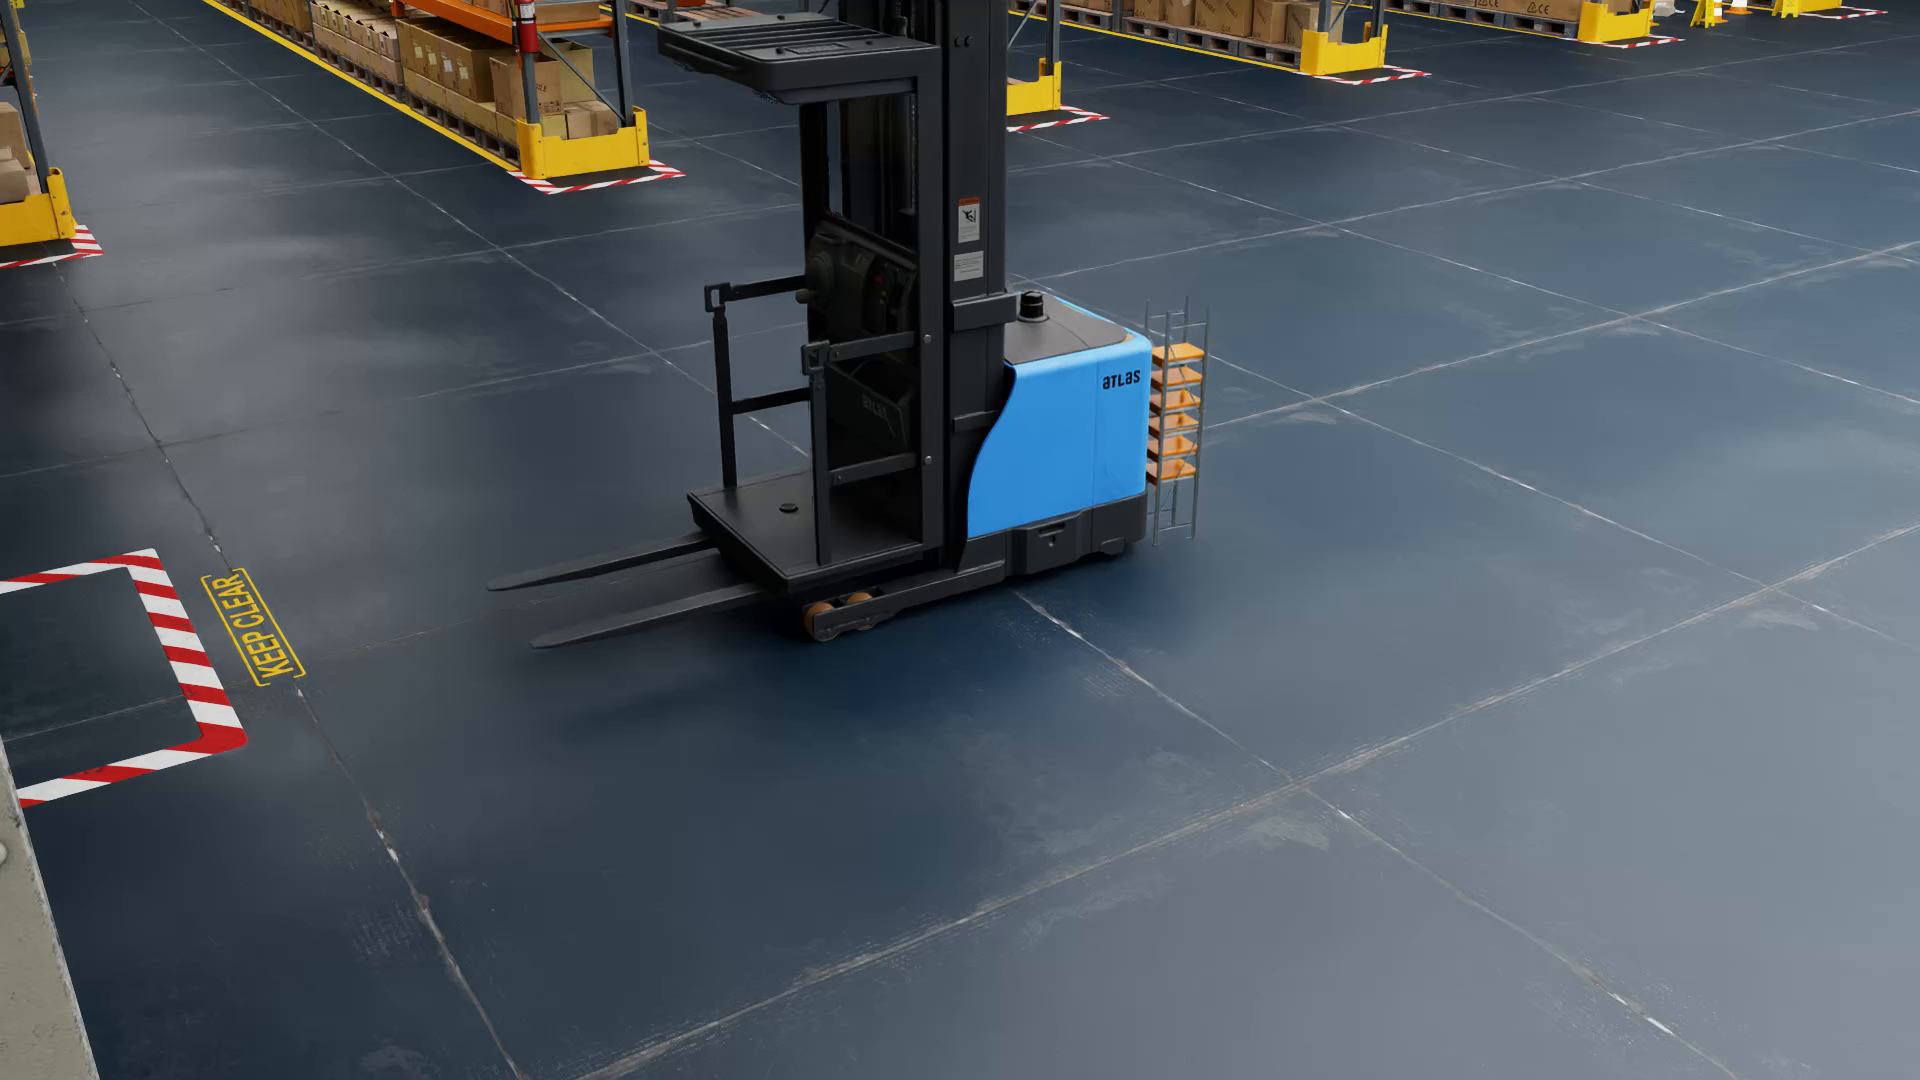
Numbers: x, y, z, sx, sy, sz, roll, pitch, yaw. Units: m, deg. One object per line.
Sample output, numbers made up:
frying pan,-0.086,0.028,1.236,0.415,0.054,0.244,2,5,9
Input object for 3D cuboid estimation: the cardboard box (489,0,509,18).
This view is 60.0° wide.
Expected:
cardboard box,-4.062,-5.262,15.766,0.700,0.500,0.500,-15,29,-28

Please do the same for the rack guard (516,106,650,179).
rack guard,-3.514,-3.721,15.547,1.175,0.500,0.348,-16,29,-30

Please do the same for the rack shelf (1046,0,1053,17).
rack shelf,-0.466,-6.403,19.143,1.077,0.370,4.000,-16,29,-30

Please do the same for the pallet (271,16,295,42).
pallet,-8.932,-7.172,23.196,1.003,0.211,1.213,-16,29,-30

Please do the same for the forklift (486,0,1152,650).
forklift,-0.618,-1.137,7.225,3.031,2.935,1.130,-14,29,-28

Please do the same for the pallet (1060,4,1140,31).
pallet,2.165,-7.615,24.134,1.003,0.211,1.213,-16,29,-30

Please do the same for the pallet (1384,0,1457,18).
pallet,7.152,-8.167,25.302,1.003,0.211,1.213,-16,29,-30

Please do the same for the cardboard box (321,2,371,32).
cardboard box,-7.560,-6.480,20.535,0.500,0.311,0.500,-16,30,-31

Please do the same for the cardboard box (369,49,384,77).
cardboard box,-6.454,-5.499,19.115,0.500,0.250,0.500,-16,30,-30

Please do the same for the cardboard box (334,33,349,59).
cardboard box,-7.290,-6.048,20.277,0.500,0.250,0.500,-16,30,-31

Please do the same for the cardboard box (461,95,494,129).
cardboard box,-4.625,-4.284,16.540,0.500,0.250,0.500,-16,29,-30

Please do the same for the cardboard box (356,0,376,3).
cardboard box,-7.402,-6.792,21.195,0.500,0.311,0.500,-15,29,-28

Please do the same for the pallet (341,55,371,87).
pallet,-6.815,-5.721,20.122,1.003,0.211,1.213,-16,29,-30

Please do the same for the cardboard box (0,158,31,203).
cardboard box,-7.978,-2.956,13.632,0.500,0.311,0.500,-19,32,-35

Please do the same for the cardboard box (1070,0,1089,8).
cardboard box,2.030,-8.066,24.236,0.700,0.500,0.500,-16,29,-30

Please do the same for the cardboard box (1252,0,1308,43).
cardboard box,4.093,-6.660,21.280,0.500,0.500,0.500,-8,26,-16

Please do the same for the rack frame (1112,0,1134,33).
rack frame,2.592,-8.598,22.950,1.000,3.000,0.127,-16,29,-30

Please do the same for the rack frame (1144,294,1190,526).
rack frame,0.984,-0.605,8.125,0.240,1.200,0.006,-11,27,-23

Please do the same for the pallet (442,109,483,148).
pallet,-4.641,-4.299,17.109,1.003,0.211,1.213,-16,29,-30

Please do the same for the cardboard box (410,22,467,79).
cardboard box,-5.440,-5.161,17.519,0.500,0.500,0.500,-16,29,-30

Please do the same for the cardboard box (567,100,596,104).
cardboard box,-3.909,-4.228,16.422,0.500,0.250,0.500,-16,29,-30

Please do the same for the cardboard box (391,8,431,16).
cardboard box,-6.568,-6.246,20.040,0.500,0.311,0.500,-15,29,-28

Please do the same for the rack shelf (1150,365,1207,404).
rack shelf,1.024,-0.748,7.967,0.258,0.103,0.180,-11,27,-23

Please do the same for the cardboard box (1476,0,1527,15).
cardboard box,8.078,-8.058,23.802,0.875,0.875,0.875,-16,30,-30

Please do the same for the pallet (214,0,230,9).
pallet,-11.122,-8.574,26.165,1.003,0.211,1.213,-16,29,-30

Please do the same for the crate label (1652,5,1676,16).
crate label,10.537,-7.922,24.871,0.298,0.136,0.250,12,28,24

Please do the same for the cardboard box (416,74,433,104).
cardboard box,-5.443,-4.821,17.677,0.500,0.250,0.500,-16,29,-30

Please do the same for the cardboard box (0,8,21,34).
cardboard box,-7.684,-4.226,12.961,0.500,0.500,0.500,-15,29,-30

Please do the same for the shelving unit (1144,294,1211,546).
shelving unit,1.023,-0.570,8.050,0.258,1.200,0.189,-11,27,-23

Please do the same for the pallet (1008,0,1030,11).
pallet,0.833,-8.488,25.983,1.003,0.211,1.213,-16,29,-30

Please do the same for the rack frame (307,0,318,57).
rack frame,-7.894,-7.722,21.093,1.000,3.000,0.127,-16,29,-30

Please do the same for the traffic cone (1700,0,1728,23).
traffic cone,11.018,-7.803,24.236,0.336,0.463,0.334,-16,29,-30

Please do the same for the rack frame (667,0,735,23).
rack frame,-3.742,-8.875,23.535,1.000,3.000,0.127,-16,29,-30

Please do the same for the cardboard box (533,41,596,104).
cardboard box,-3.908,-4.568,16.263,0.500,0.500,0.500,-16,29,-30

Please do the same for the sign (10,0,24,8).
sign,-7.221,-4.222,12.666,0.100,0.325,0.005,-16,29,-30

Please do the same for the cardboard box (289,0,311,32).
cardboard box,-8.601,-7.070,22.125,0.500,0.500,0.500,-14,29,-28

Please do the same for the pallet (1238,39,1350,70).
pallet,4.320,-6.232,21.205,1.003,0.211,1.213,-16,29,-30

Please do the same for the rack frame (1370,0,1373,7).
rack frame,6.802,-9.718,25.322,1.000,3.000,0.127,-16,29,-30

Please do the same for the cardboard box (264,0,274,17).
cardboard box,-9.451,-7.622,23.295,0.500,0.500,0.500,-15,29,-29

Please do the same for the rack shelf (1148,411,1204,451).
rack shelf,1.023,-0.530,8.068,0.258,0.103,0.180,-11,27,-23

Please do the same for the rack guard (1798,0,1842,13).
rack guard,13.037,-8.374,25.402,1.175,0.500,0.348,-16,29,-30

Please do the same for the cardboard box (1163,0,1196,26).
cardboard box,3.095,-7.302,22.641,0.500,0.500,0.500,-6,26,-13

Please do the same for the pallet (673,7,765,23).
pallet,-3.351,-7.327,23.524,1.003,0.211,1.213,-16,29,-30

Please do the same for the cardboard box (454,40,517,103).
cardboard box,-4.627,-4.622,16.379,0.500,0.500,0.500,-16,29,-30

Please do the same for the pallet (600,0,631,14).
pallet,-4.869,-8.322,25.631,1.003,0.211,1.213,-16,29,-30

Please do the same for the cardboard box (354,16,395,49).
cardboard box,-6.731,-5.933,19.376,0.500,0.311,0.500,-16,29,-30
